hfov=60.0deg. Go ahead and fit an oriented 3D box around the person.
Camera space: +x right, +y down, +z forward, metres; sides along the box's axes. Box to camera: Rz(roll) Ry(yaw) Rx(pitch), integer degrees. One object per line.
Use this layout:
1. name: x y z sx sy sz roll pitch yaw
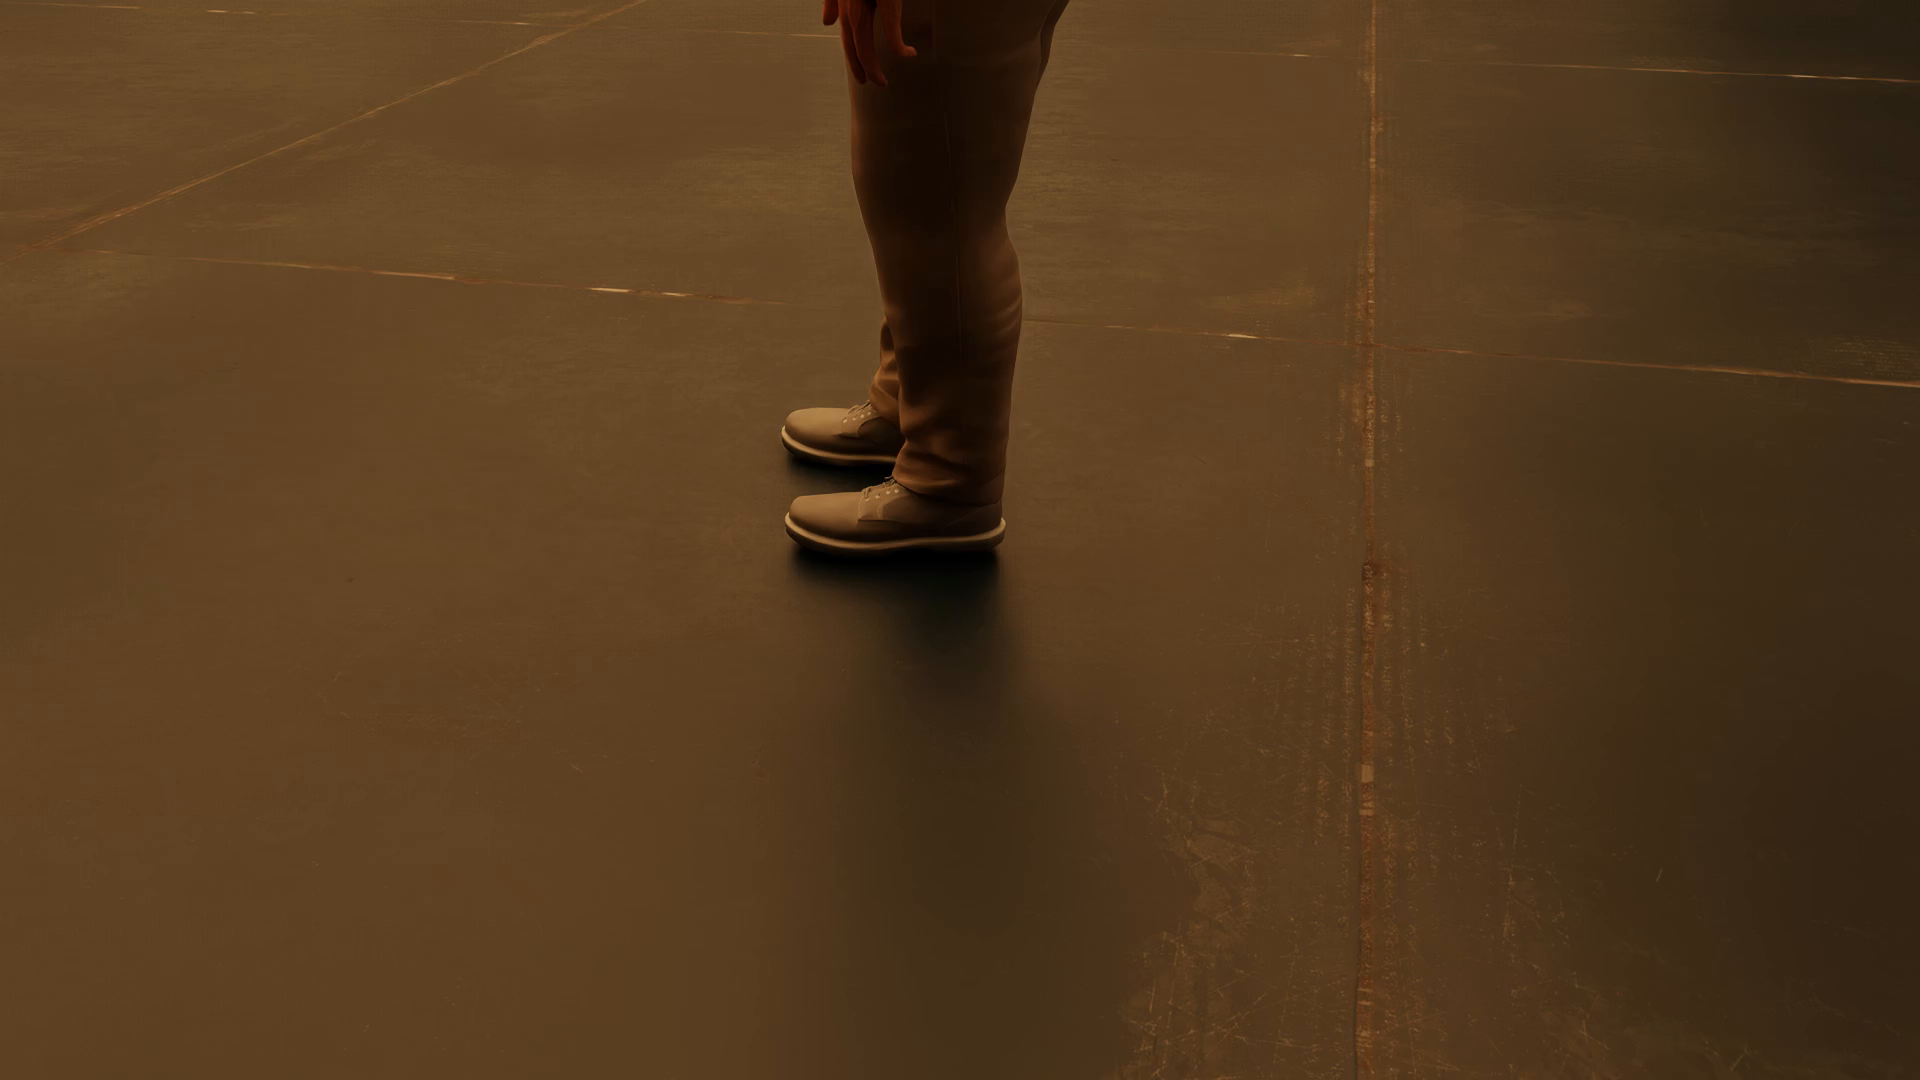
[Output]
1. person: -0.085 -0.792 2.136 0.551 1.727 0.640 6 27 11
